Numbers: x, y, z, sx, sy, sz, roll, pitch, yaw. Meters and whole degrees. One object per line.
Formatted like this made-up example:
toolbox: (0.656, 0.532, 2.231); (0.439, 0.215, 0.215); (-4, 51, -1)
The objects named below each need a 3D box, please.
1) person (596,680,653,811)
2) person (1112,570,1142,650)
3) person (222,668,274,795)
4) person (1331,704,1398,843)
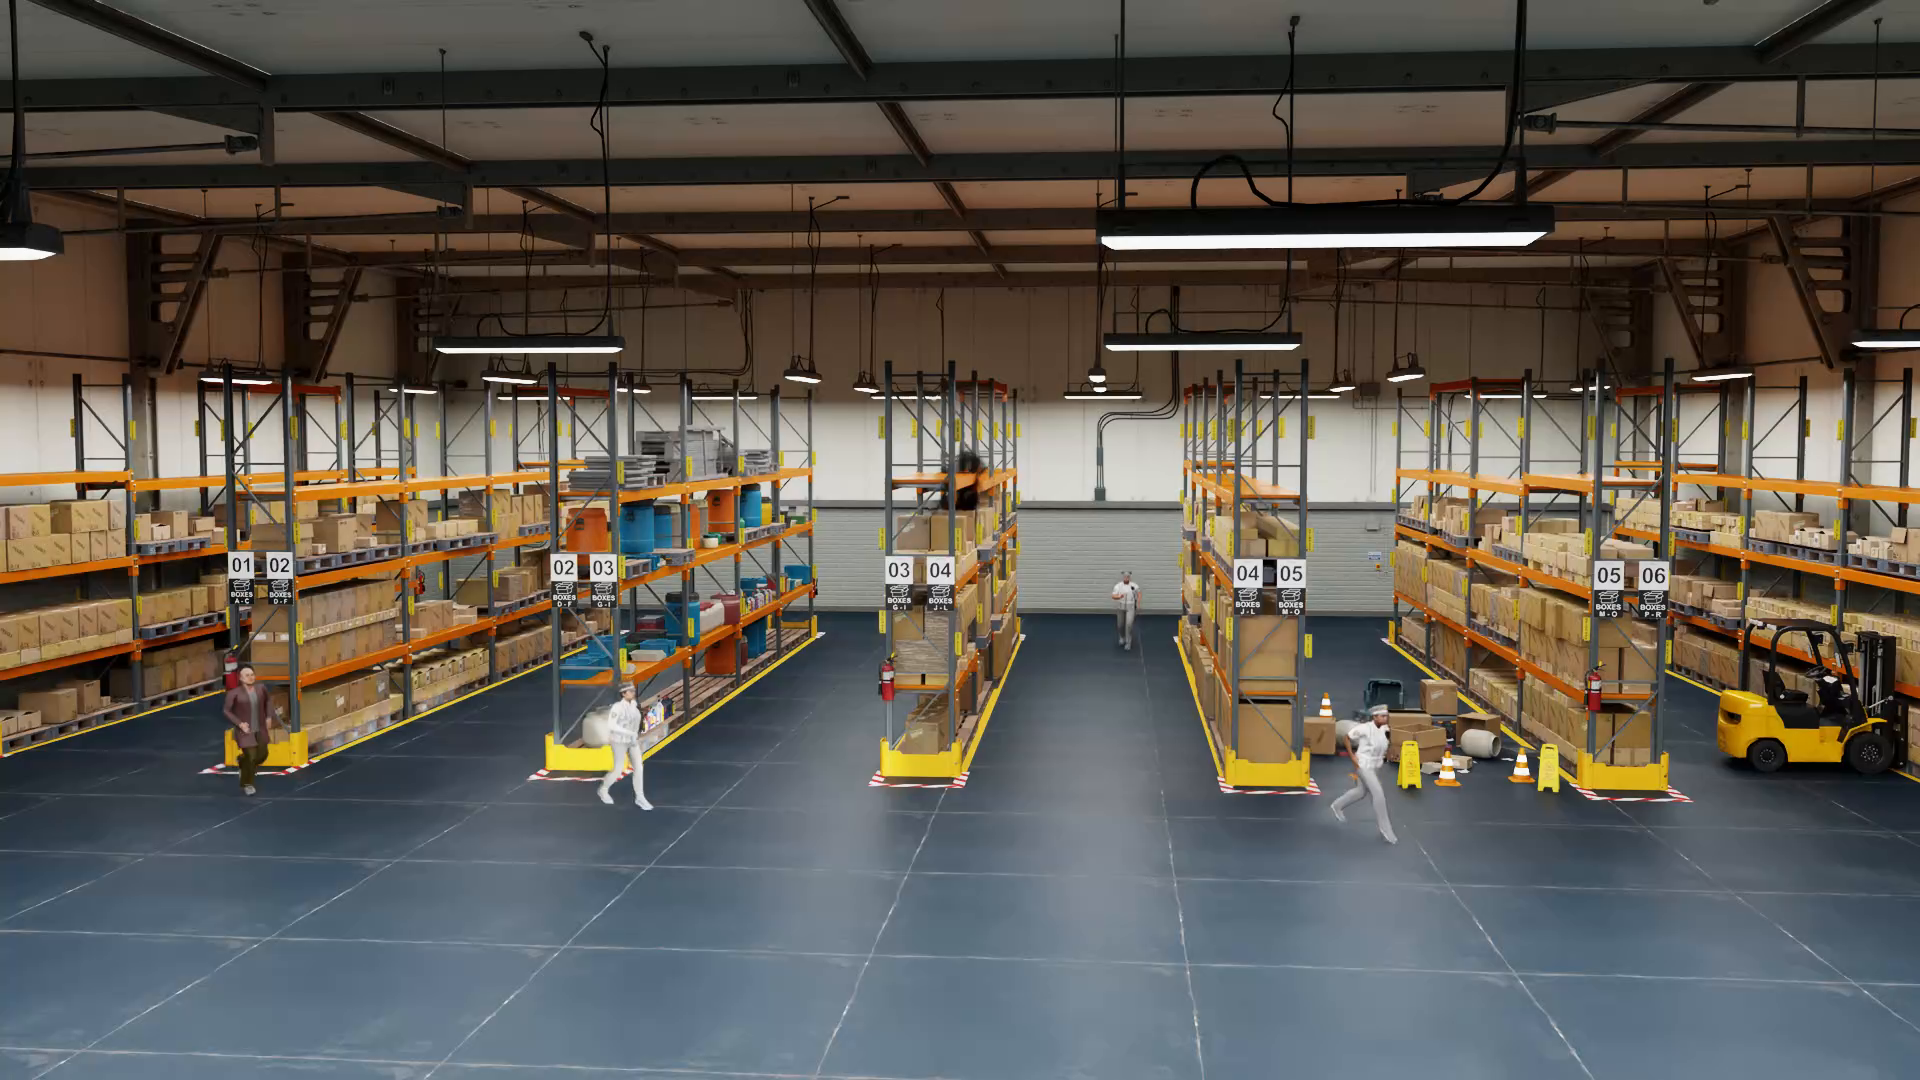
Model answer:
person: (-4.460, 2.704, 22.040); (0.836, 1.720, 0.633); (2, 4, 32)
person: (3.826, 1.580, 38.228); (0.668, 1.774, 0.989); (1, 4, 11)
person: (-9.839, 2.628, 23.008); (0.692, 1.747, 0.741); (3, 5, 38)
person: (5.022, 2.830, 20.567); (0.581, 1.690, 1.020); (-3, 5, -40)
